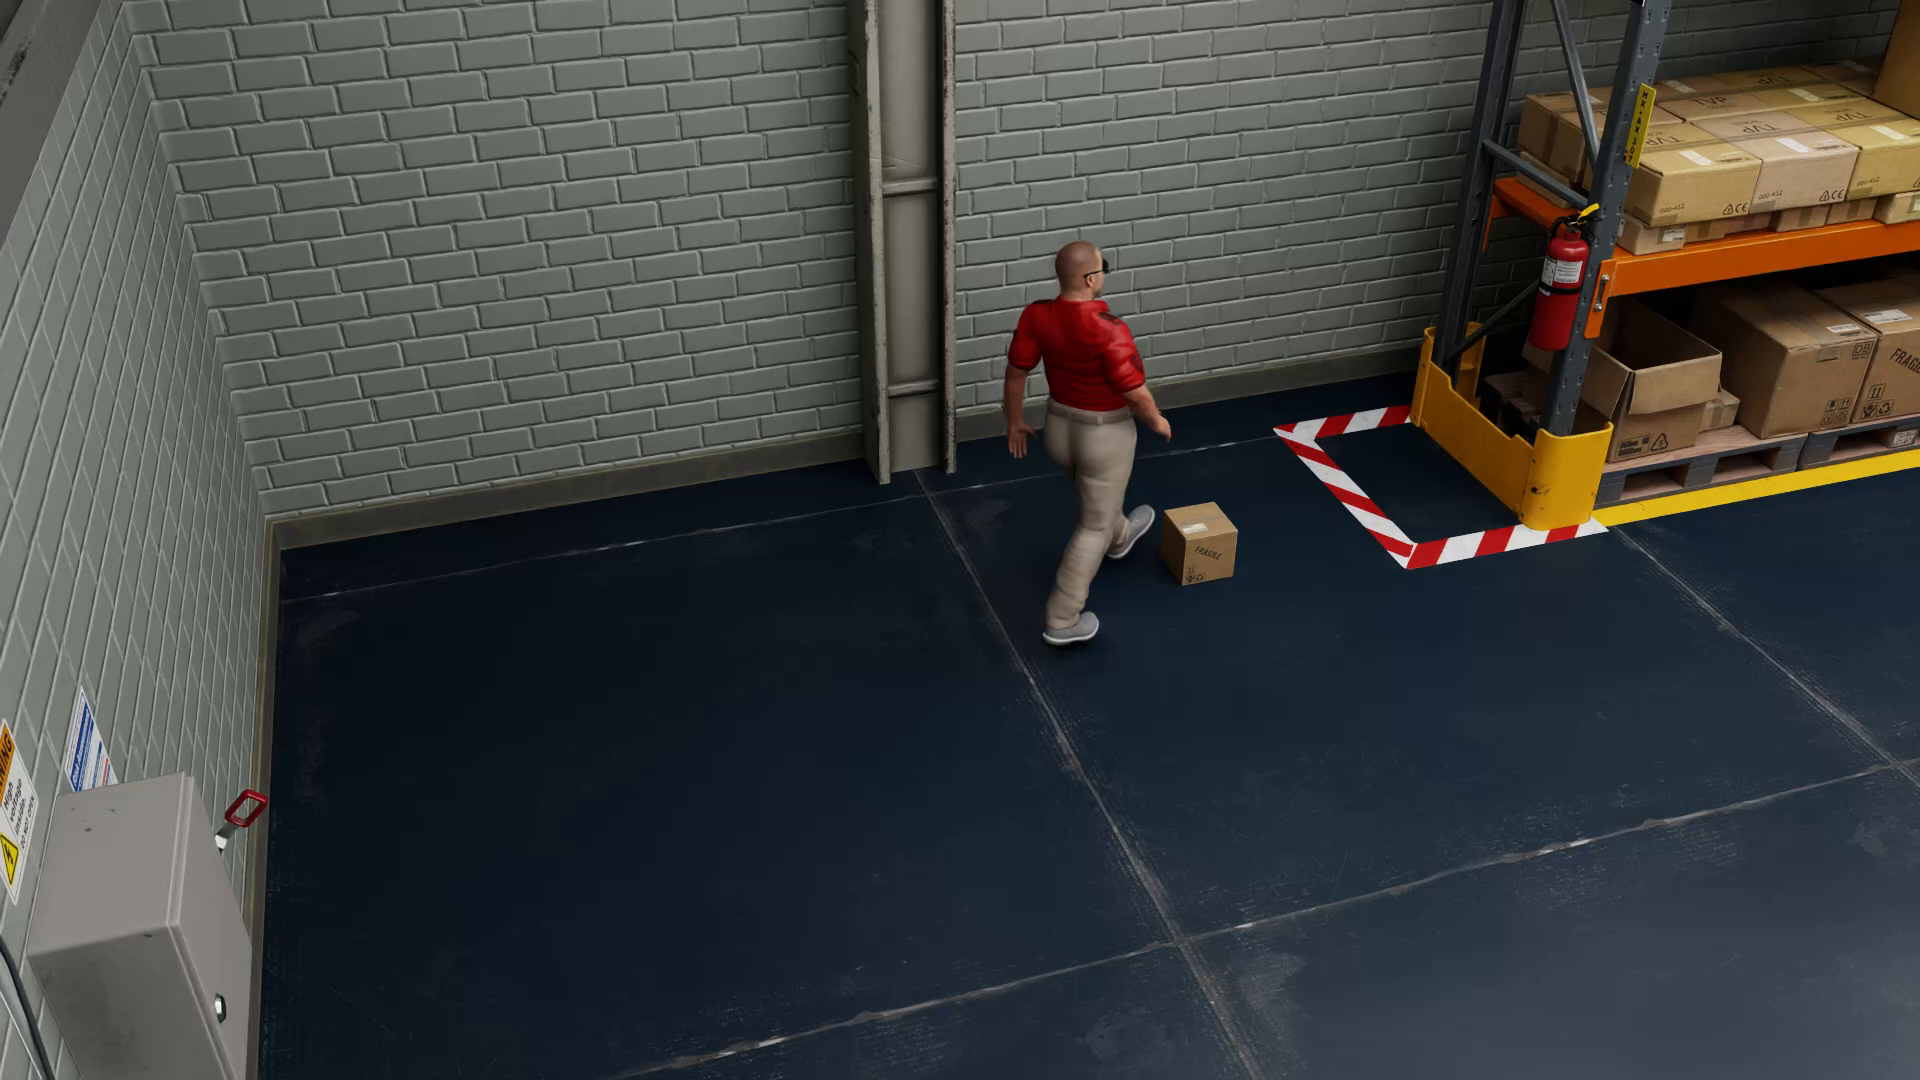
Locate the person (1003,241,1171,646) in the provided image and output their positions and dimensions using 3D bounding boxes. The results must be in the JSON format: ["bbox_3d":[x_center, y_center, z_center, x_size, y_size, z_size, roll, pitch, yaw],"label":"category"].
[{"bbox_3d":[0.591,-0.489,6.918,1.046,1.666,0.625,-29,43,-36],"label":"person"}]
